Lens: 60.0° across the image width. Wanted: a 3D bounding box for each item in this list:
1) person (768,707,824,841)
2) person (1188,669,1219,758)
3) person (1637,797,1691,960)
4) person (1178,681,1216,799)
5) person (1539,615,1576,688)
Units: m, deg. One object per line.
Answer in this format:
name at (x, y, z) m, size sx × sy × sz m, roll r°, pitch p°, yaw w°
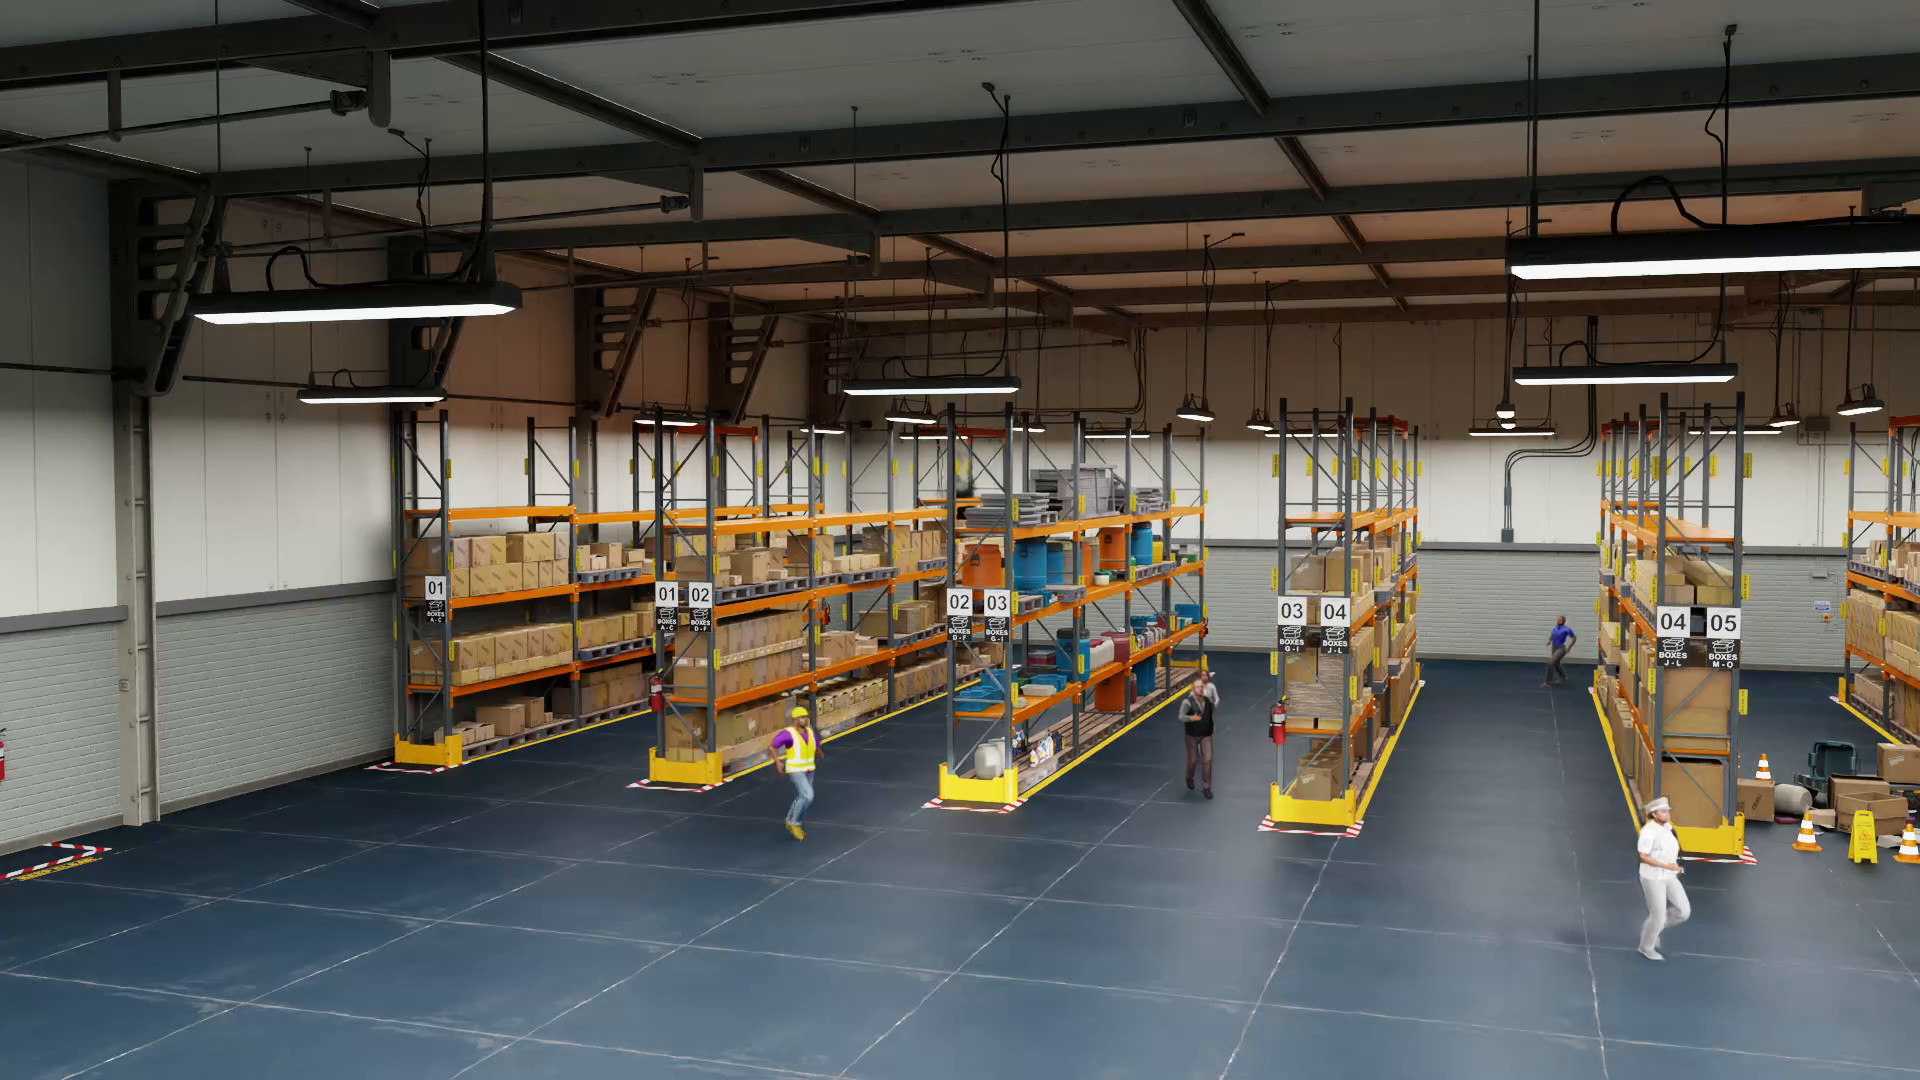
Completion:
person at (-2.144, 3.154, 22.510) m, size 0.714 × 1.782 × 0.670 m, roll 2°, pitch 3°, yaw 40°
person at (4.190, 2.998, 28.567) m, size 0.534 × 1.554 × 0.552 m, roll 0°, pitch 2°, yaw 5°
person at (7.157, 3.439, 16.908) m, size 0.624 × 1.671 × 0.537 m, roll -2°, pitch 3°, yaw -33°
person at (3.652, 3.023, 25.438) m, size 0.651 × 1.738 × 0.881 m, roll 0°, pitch 2°, yaw -6°
person at (13.712, 2.561, 38.085) m, size 0.840 × 1.659 × 0.665 m, roll -1°, pitch 3°, yaw -18°
